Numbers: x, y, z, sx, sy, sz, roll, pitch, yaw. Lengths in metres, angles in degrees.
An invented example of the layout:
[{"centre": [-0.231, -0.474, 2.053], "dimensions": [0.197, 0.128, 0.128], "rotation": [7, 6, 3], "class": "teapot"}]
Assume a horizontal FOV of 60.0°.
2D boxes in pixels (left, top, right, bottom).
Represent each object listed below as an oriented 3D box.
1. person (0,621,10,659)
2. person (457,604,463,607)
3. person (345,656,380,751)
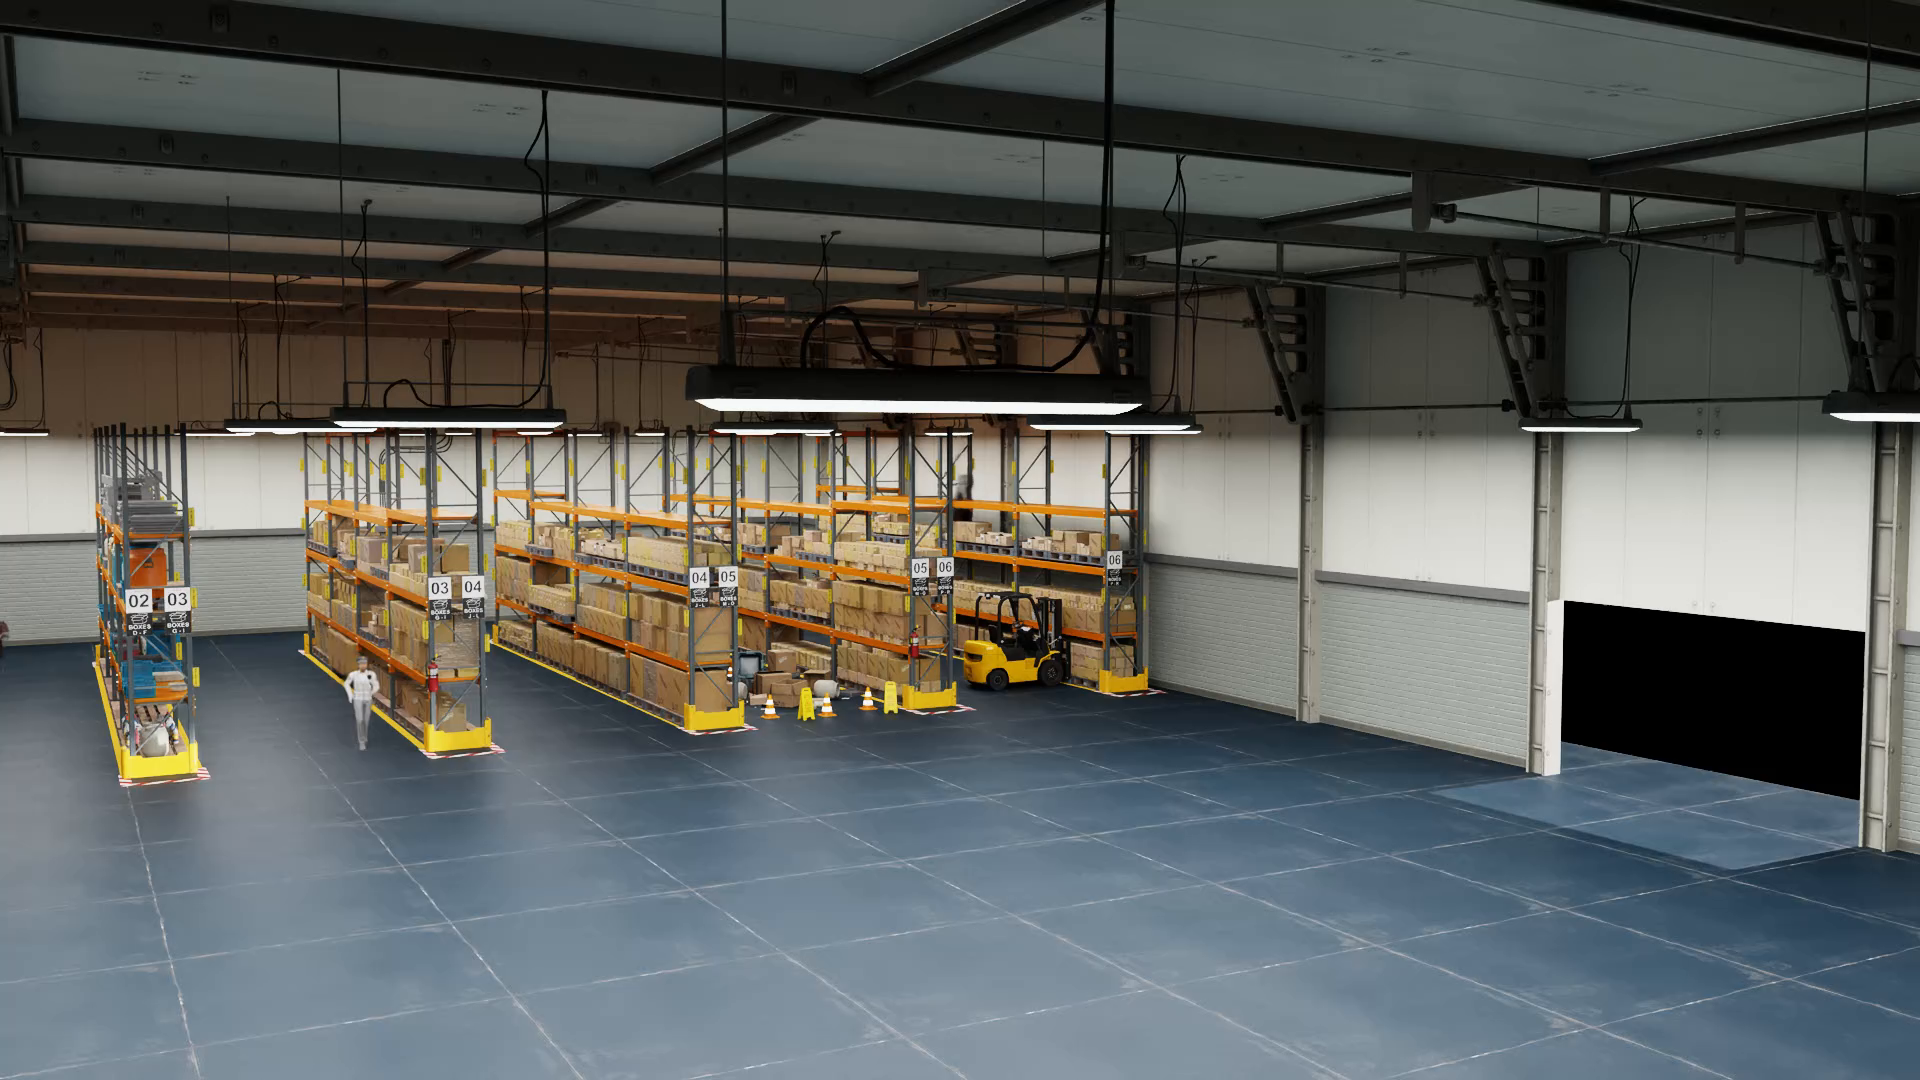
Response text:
[{"centre": [-22.139, 2.505, 38.050], "dimensions": [0.680, 1.811, 1.003], "rotation": [-3, 4, -37], "class": "person"}, {"centre": [-12.984, 2.172, 43.934], "dimensions": [0.648, 1.823, 0.743], "rotation": [-2, 4, -30], "class": "person"}, {"centre": [-11.107, 3.013, 30.937], "dimensions": [0.605, 1.741, 0.823], "rotation": [-2, 4, -27], "class": "person"}]
